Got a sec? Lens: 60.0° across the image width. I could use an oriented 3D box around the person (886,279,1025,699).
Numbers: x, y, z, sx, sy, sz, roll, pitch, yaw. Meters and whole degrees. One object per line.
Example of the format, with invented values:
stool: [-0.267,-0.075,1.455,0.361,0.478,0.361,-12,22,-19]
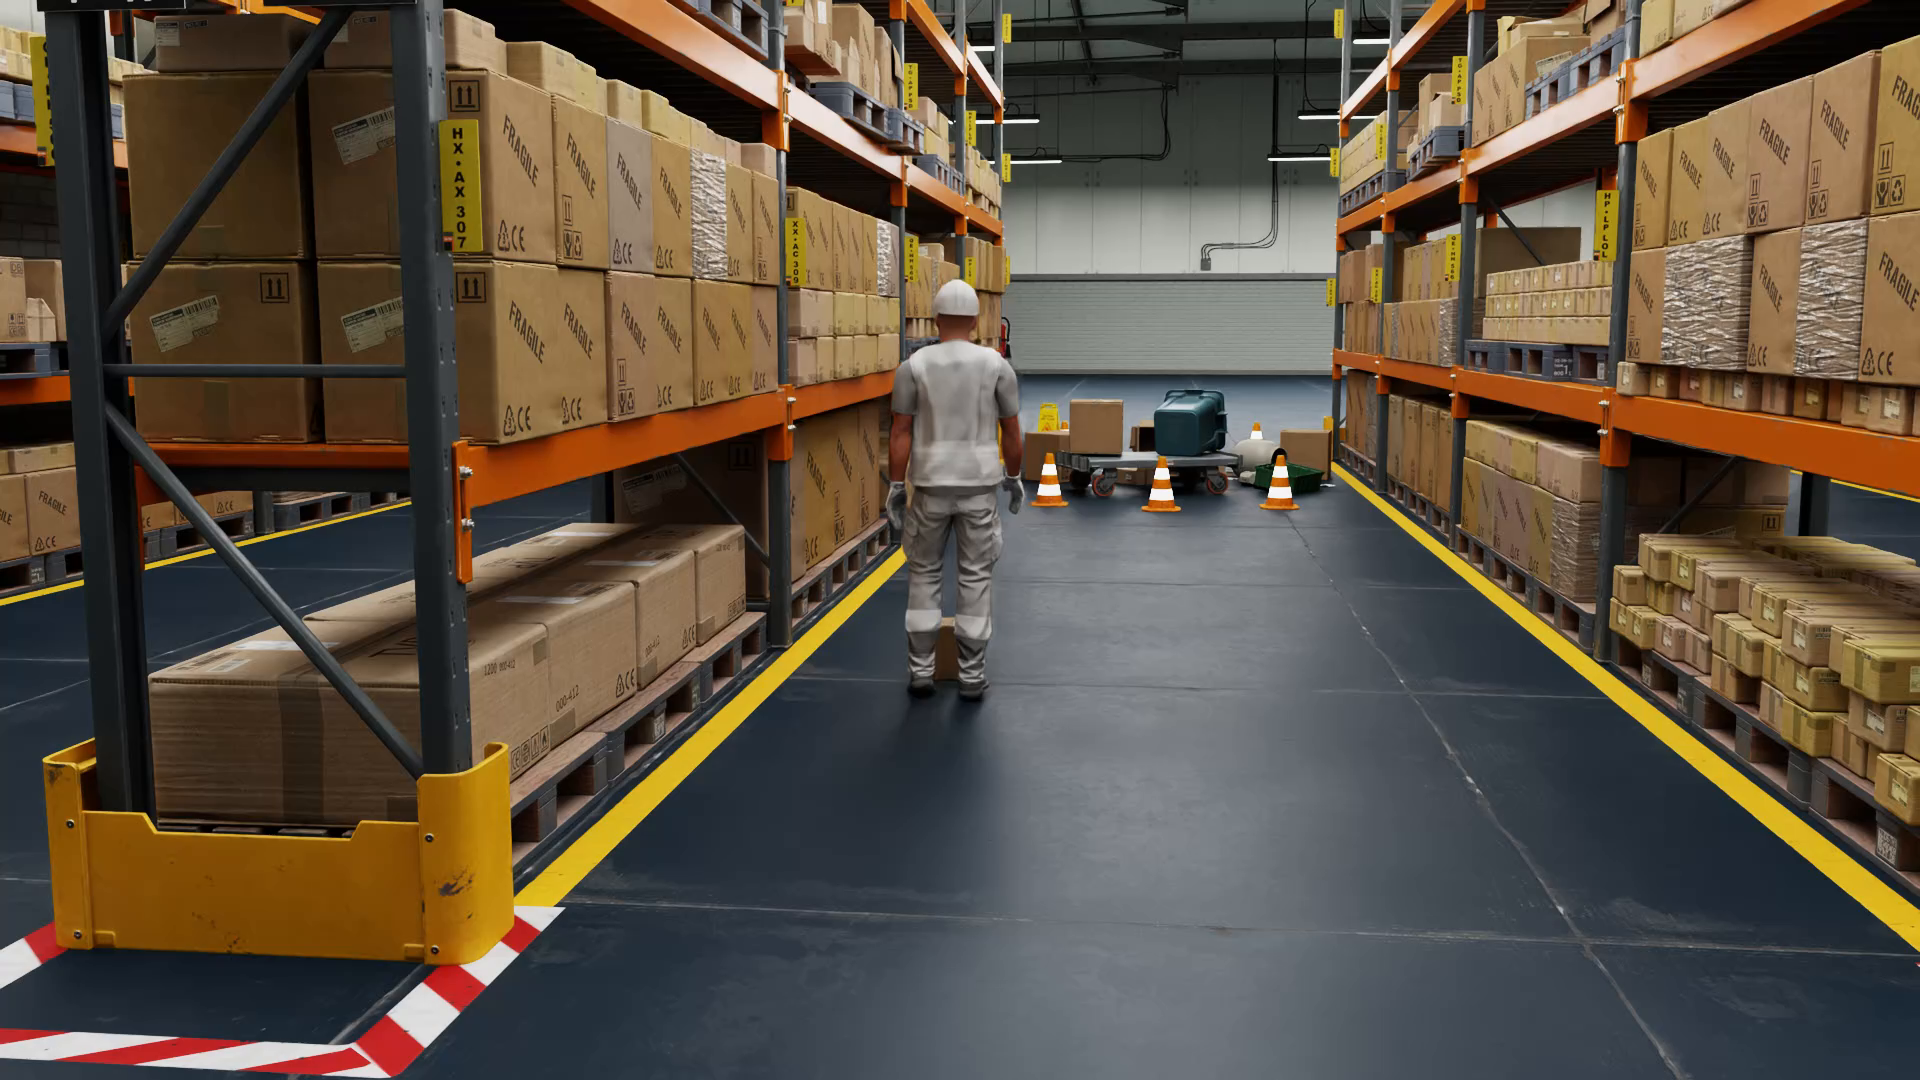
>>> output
person: [-0.017,-0.198,7.204,0.598,1.837,0.448,0,7,1]
